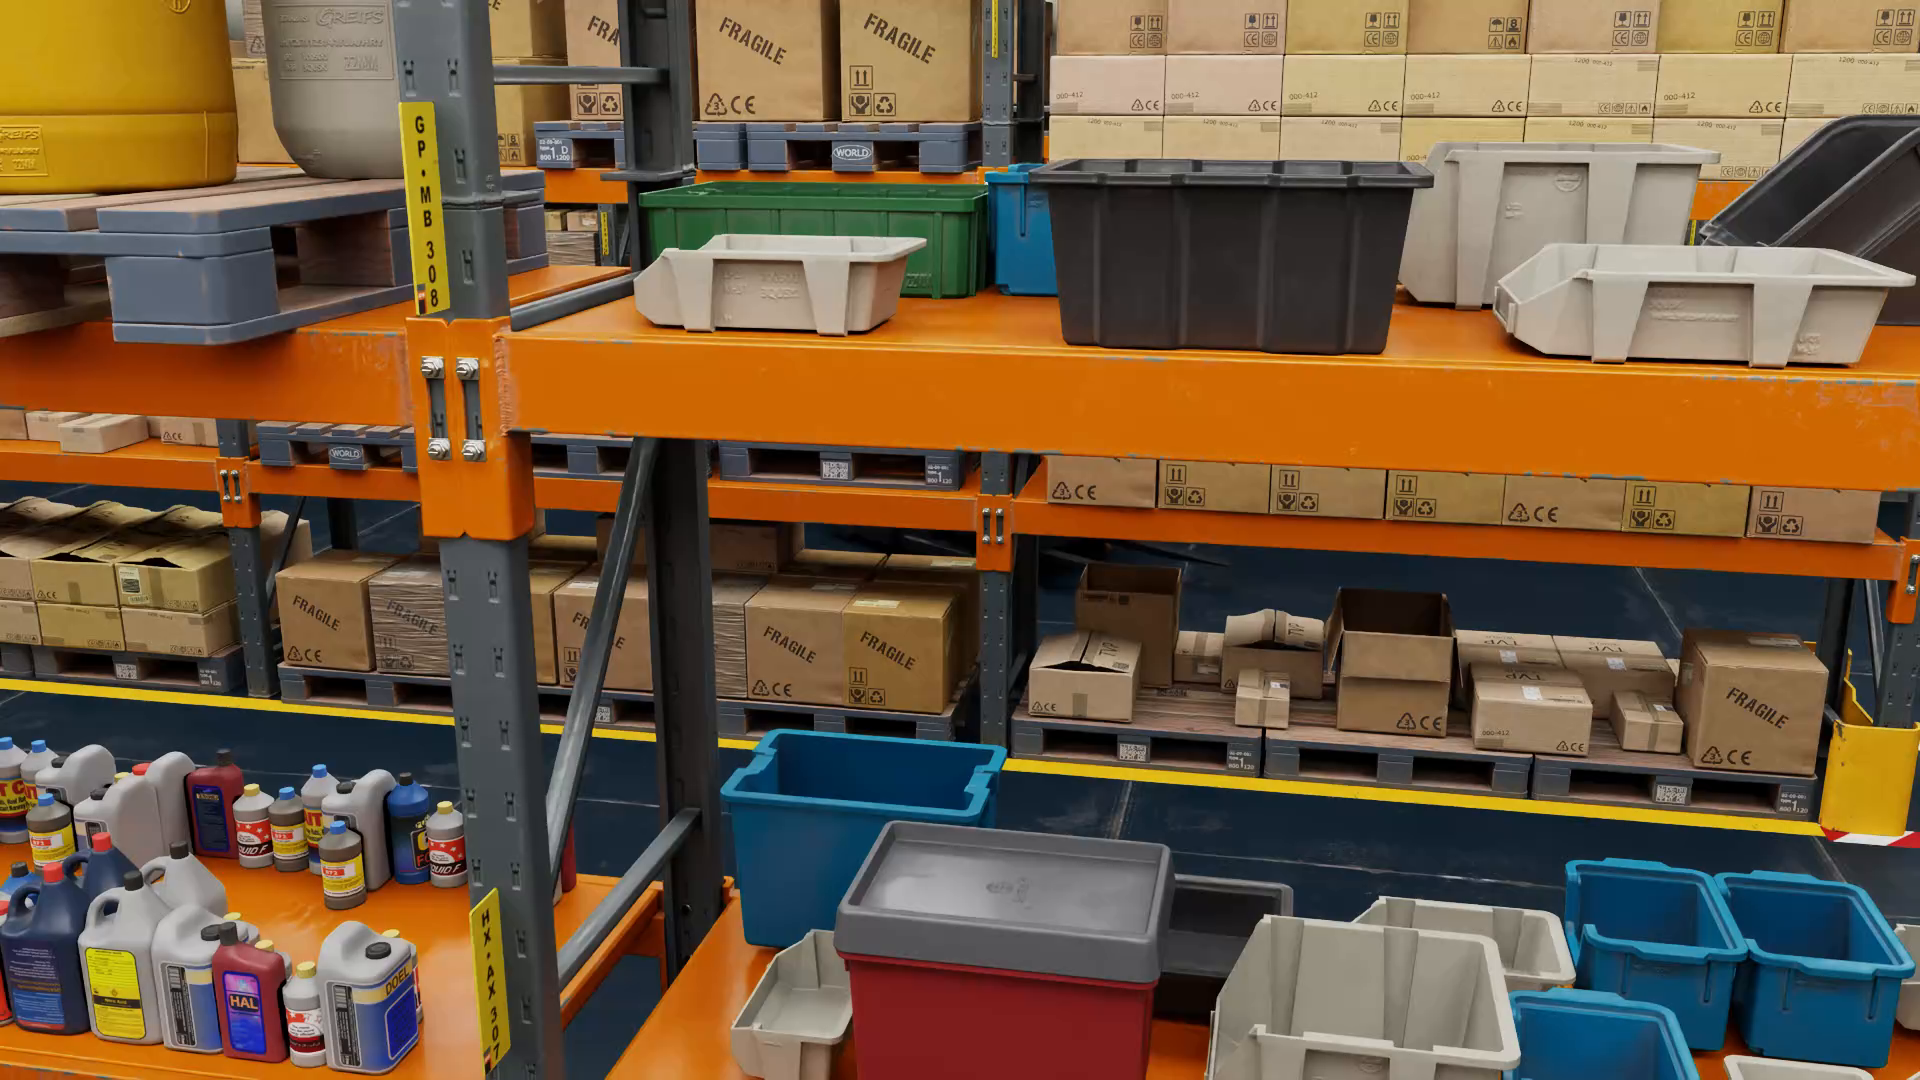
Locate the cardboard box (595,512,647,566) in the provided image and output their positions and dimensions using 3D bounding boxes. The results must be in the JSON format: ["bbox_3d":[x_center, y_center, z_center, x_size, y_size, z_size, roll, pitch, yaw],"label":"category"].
[{"bbox_3d":[-1.638,-0.050,9.006,0.500,0.250,0.500,3,16,10],"label":"cardboard box"}]

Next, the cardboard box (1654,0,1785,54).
[{"bbox_3d":[3.199,-2.346,7.164,0.500,0.500,0.700,3,16,11],"label":"cardboard box"}]

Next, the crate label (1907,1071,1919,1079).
[{"bbox_3d":[1.794,1.071,2.887,0.243,0.136,0.396,3,16,11],"label":"crate label"}]

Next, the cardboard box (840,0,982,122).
[{"bbox_3d":[-0.220,-2.302,7.903,0.600,0.600,0.600,2,16,6],"label":"cardboard box"}]

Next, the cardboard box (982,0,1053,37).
[{"bbox_3d":[0.406,-3.956,12.619,0.500,0.250,0.500,4,16,15],"label":"cardboard box"}]

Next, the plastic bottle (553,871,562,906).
[{"bbox_3d":[-1.052,0.702,3.931,0.185,0.351,0.144,3,16,11],"label":"plastic bottle"}]

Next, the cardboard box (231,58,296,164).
[{"bbox_3d":[-3.227,-2.204,8.522,0.500,0.500,0.910,3,16,11],"label":"cardboard box"}]

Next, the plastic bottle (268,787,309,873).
[{"bbox_3d":[-1.672,0.717,4.155,0.097,0.201,0.097,0,15,0],"label":"plastic bottle"}]

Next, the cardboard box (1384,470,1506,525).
[{"bbox_3d":[2.195,-0.381,7.562,0.500,0.500,0.500,3,16,10],"label":"cardboard box"}]

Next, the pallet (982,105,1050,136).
[{"bbox_3d":[0.334,-3.197,12.653,1.217,0.209,0.805,2,16,9],"label":"pallet"}]

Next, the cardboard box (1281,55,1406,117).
[{"bbox_3d":[1.664,-1.979,7.243,0.500,0.250,0.500,3,16,11],"label":"cardboard box"}]

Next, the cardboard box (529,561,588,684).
[{"bbox_3d":[-2.267,0.422,8.709,0.500,0.500,0.500,3,16,10],"label":"cardboard box"}]

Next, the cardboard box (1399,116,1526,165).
[{"bbox_3d":[2.155,-1.714,7.222,0.500,0.250,0.500,3,16,11],"label":"cardboard box"}]

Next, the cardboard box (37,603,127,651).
[{"bbox_3d":[-4.731,0.408,9.265,0.500,0.250,0.500,3,16,10],"label":"cardboard box"}]

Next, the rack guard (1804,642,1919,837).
[{"bbox_3d":[4.104,0.902,7.800,0.348,0.500,1.175,3,16,11],"label":"rack guard"}]

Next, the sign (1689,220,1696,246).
[{"bbox_3d":[5.040,-2.126,11.435,0.005,0.325,0.100,3,16,11],"label":"sign"}]

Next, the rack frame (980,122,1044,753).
[{"bbox_3d":[0.259,-0.512,8.220,0.127,3.000,1.000,3,16,11],"label":"rack frame"}]

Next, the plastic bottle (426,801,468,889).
[{"bbox_3d":[-1.254,0.740,4.073,0.097,0.201,0.097,0,15,0],"label":"plastic bottle"}]

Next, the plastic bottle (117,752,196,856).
[{"bbox_3d":[-2.017,0.670,4.186,0.135,0.276,0.152,3,16,11],"label":"plastic bottle"}]

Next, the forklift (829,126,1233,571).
[{"bbox_3d":[0.441,-1.269,11.084,1.130,2.935,3.031,-15,21,-43],"label":"forklift"}]

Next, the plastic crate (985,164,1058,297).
[{"bbox_3d":[0.224,-0.616,3.291,0.300,0.233,0.416,3,16,11],"label":"plastic crate"}]

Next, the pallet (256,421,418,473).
[{"bbox_3d":[-2.983,-0.614,8.950,1.003,0.211,1.213,3,16,11],"label":"pallet"}]

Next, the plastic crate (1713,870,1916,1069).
[{"bbox_3d":[1.721,0.879,3.400,0.300,0.233,0.416,3,16,11],"label":"plastic crate"}]

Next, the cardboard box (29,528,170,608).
[{"bbox_3d":[-4.734,0.139,9.186,0.500,0.311,0.500,3,16,10],"label":"cardboard box"}]

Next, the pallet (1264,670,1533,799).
[{"bbox_3d":[2.131,0.933,8.227,1.213,0.211,1.003,3,16,11],"label":"pallet"}]

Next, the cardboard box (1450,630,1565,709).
[{"bbox_3d":[2.722,0.658,8.324,0.500,0.250,0.500,3,16,11],"label":"cardboard box"}]

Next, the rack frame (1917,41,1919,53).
[{"bbox_3d":[4.179,-3.190,6.651,0.127,3.000,1.000,3,16,11],"label":"rack frame"}]

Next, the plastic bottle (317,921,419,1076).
[{"bbox_3d":[-1.183,0.907,3.330,0.135,0.276,0.152,3,16,11],"label":"plastic bottle"}]

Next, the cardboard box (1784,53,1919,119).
[{"bbox_3d":[3.624,-1.874,6.863,0.500,0.250,0.500,3,16,11],"label":"cardboard box"}]

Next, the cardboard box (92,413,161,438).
[{"bbox_3d":[-4.499,-0.780,9.355,0.500,0.311,0.500,3,16,10],"label":"cardboard box"}]

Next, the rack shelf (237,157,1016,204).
[{"bbox_3d":[-1.701,-1.717,8.300,4.000,0.370,1.077,3,16,11],"label":"rack shelf"}]

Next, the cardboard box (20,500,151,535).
[{"bbox_3d":[-5.131,-0.030,9.795,0.500,0.311,0.500,3,16,10],"label":"cardboard box"}]

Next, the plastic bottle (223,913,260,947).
[{"bbox_3d":[-1.534,0.890,3.531,0.097,0.201,0.097,0,15,0],"label":"plastic bottle"}]

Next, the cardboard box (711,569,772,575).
[{"bbox_3d":[-1.180,0.338,9.013,0.500,0.500,0.500,3,16,12],"label":"cardboard box"}]

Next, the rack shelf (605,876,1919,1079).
[{"bbox_3d":[1.228,1.237,3.255,4.000,0.370,1.077,3,16,11],"label":"rack shelf"}]

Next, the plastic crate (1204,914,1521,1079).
[{"bbox_3d":[0.728,0.942,3.083,0.530,0.282,0.437,3,16,11],"label":"plastic crate"}]

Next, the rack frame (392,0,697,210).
[{"bbox_3d":[-0.732,-2.107,2.742,0.127,3.000,1.000,3,16,11],"label":"rack frame"}]

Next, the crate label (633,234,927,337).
[{"bbox_3d":[-0.310,-0.433,2.811,0.466,0.136,0.293,3,16,11],"label":"crate label"}]

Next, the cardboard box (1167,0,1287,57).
[{"bbox_3d":[1.205,-2.408,7.385,0.500,0.500,0.700,3,16,11],"label":"cardboard box"}]

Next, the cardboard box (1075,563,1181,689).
[{"bbox_3d":[0.874,0.437,8.653,0.500,0.500,0.500,3,16,11],"label":"cardboard box"}]

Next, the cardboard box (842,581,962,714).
[{"bbox_3d":[-0.282,0.530,8.319,0.500,0.500,0.500,3,16,11],"label":"cardboard box"}]

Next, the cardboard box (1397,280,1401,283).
[{"bbox_3d":[2.295,-1.002,7.930,0.500,0.500,0.500,3,16,11],"label":"cardboard box"}]

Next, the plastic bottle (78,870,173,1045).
[{"bbox_3d":[-1.698,0.844,3.417,0.185,0.351,0.144,3,16,11],"label":"plastic bottle"}]

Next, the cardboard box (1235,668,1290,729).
[{"bbox_3d":[1.477,0.764,8.098,0.250,0.166,0.380,3,16,11],"label":"cardboard box"}]

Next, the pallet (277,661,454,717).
[{"bbox_3d":[-2.937,0.669,9.181,1.213,0.211,1.003,3,16,11],"label":"pallet"}]

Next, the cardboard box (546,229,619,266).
[{"bbox_3d":[-3.140,-2.303,13.676,0.500,0.500,0.700,1,16,5],"label":"cardboard box"}]

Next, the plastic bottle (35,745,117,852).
[{"bbox_3d":[-2.244,0.658,4.230,0.135,0.276,0.152,3,16,11],"label":"plastic bottle"}]
